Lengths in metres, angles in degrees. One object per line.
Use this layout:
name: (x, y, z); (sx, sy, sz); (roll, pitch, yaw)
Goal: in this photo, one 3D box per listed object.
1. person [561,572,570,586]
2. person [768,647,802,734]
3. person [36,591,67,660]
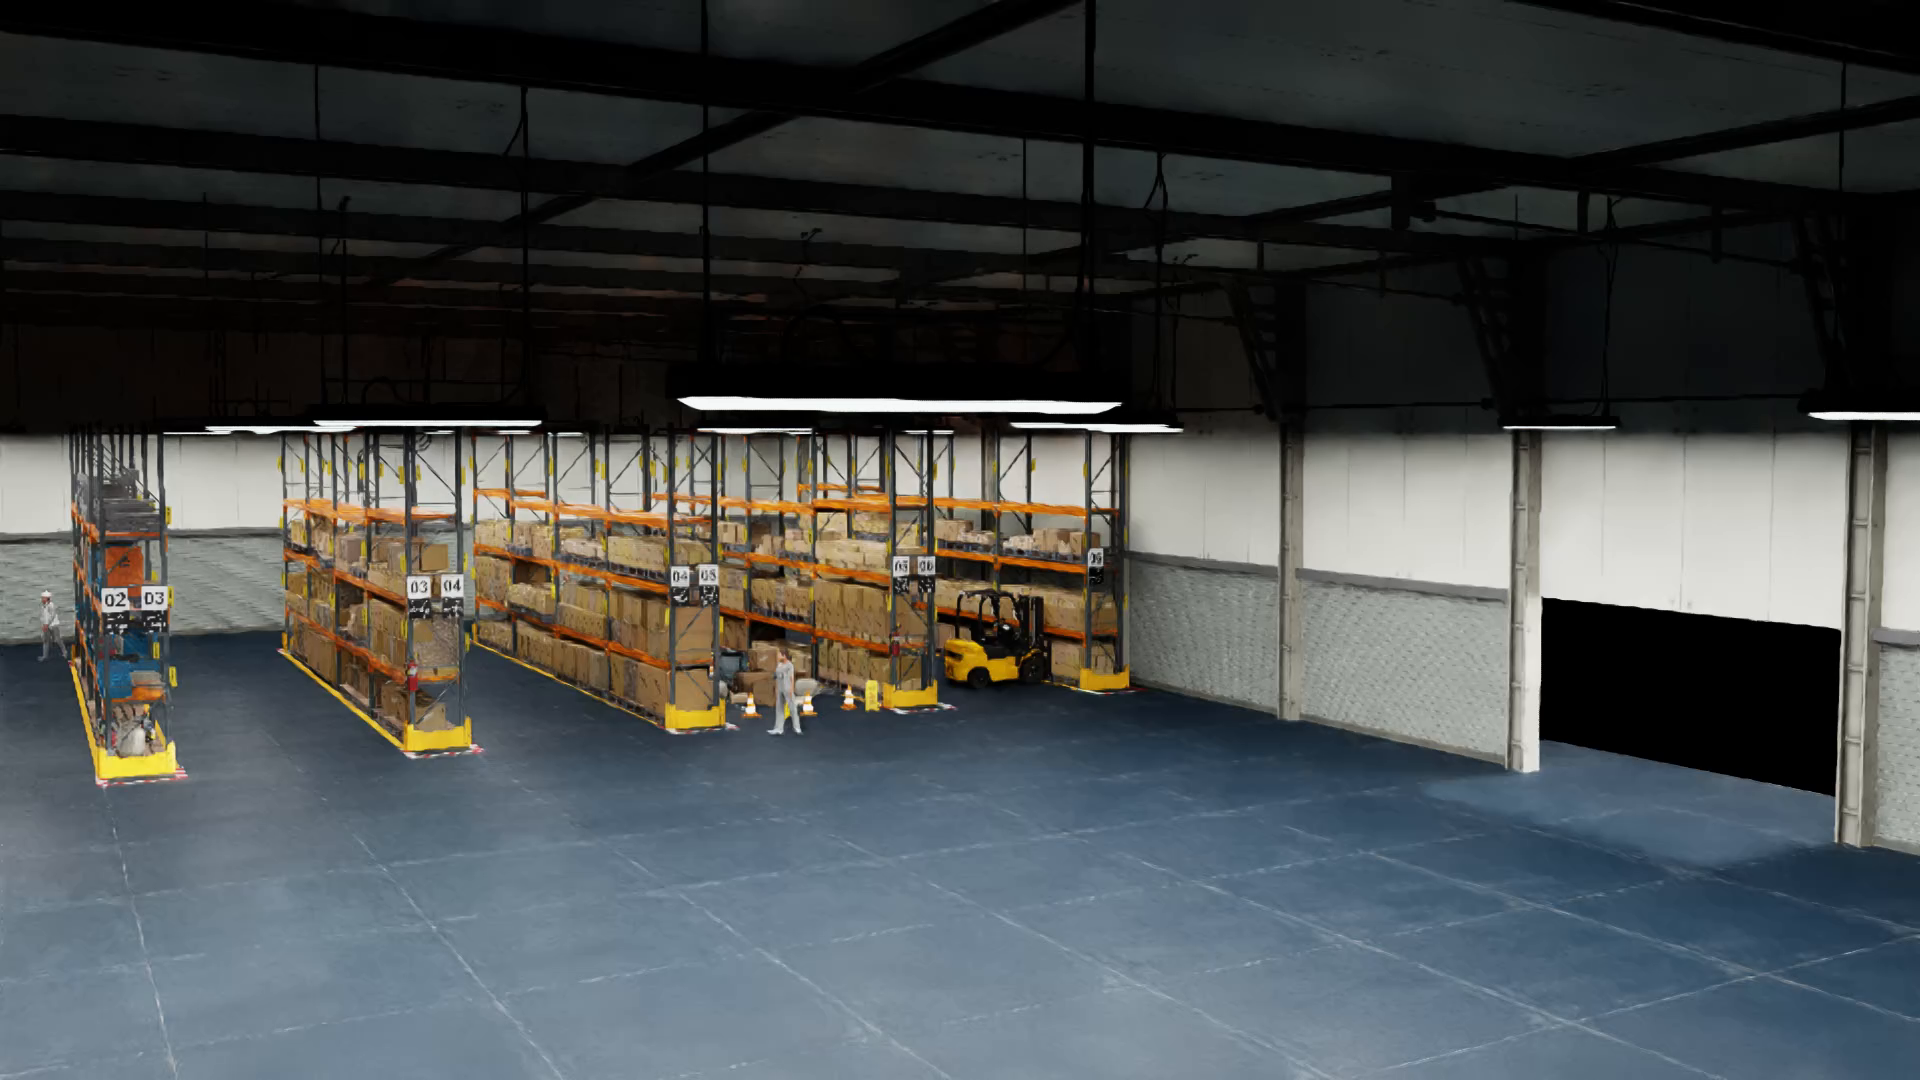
person: (-11.423, 1.933, 48.703); (0.784, 1.576, 0.567); (2, 4, 29)
person: (-3.355, 2.910, 32.125); (0.583, 1.665, 0.541); (3, 5, 41)
person: (-23.438, 2.197, 42.889); (0.555, 1.769, 0.700); (2, 4, 32)
